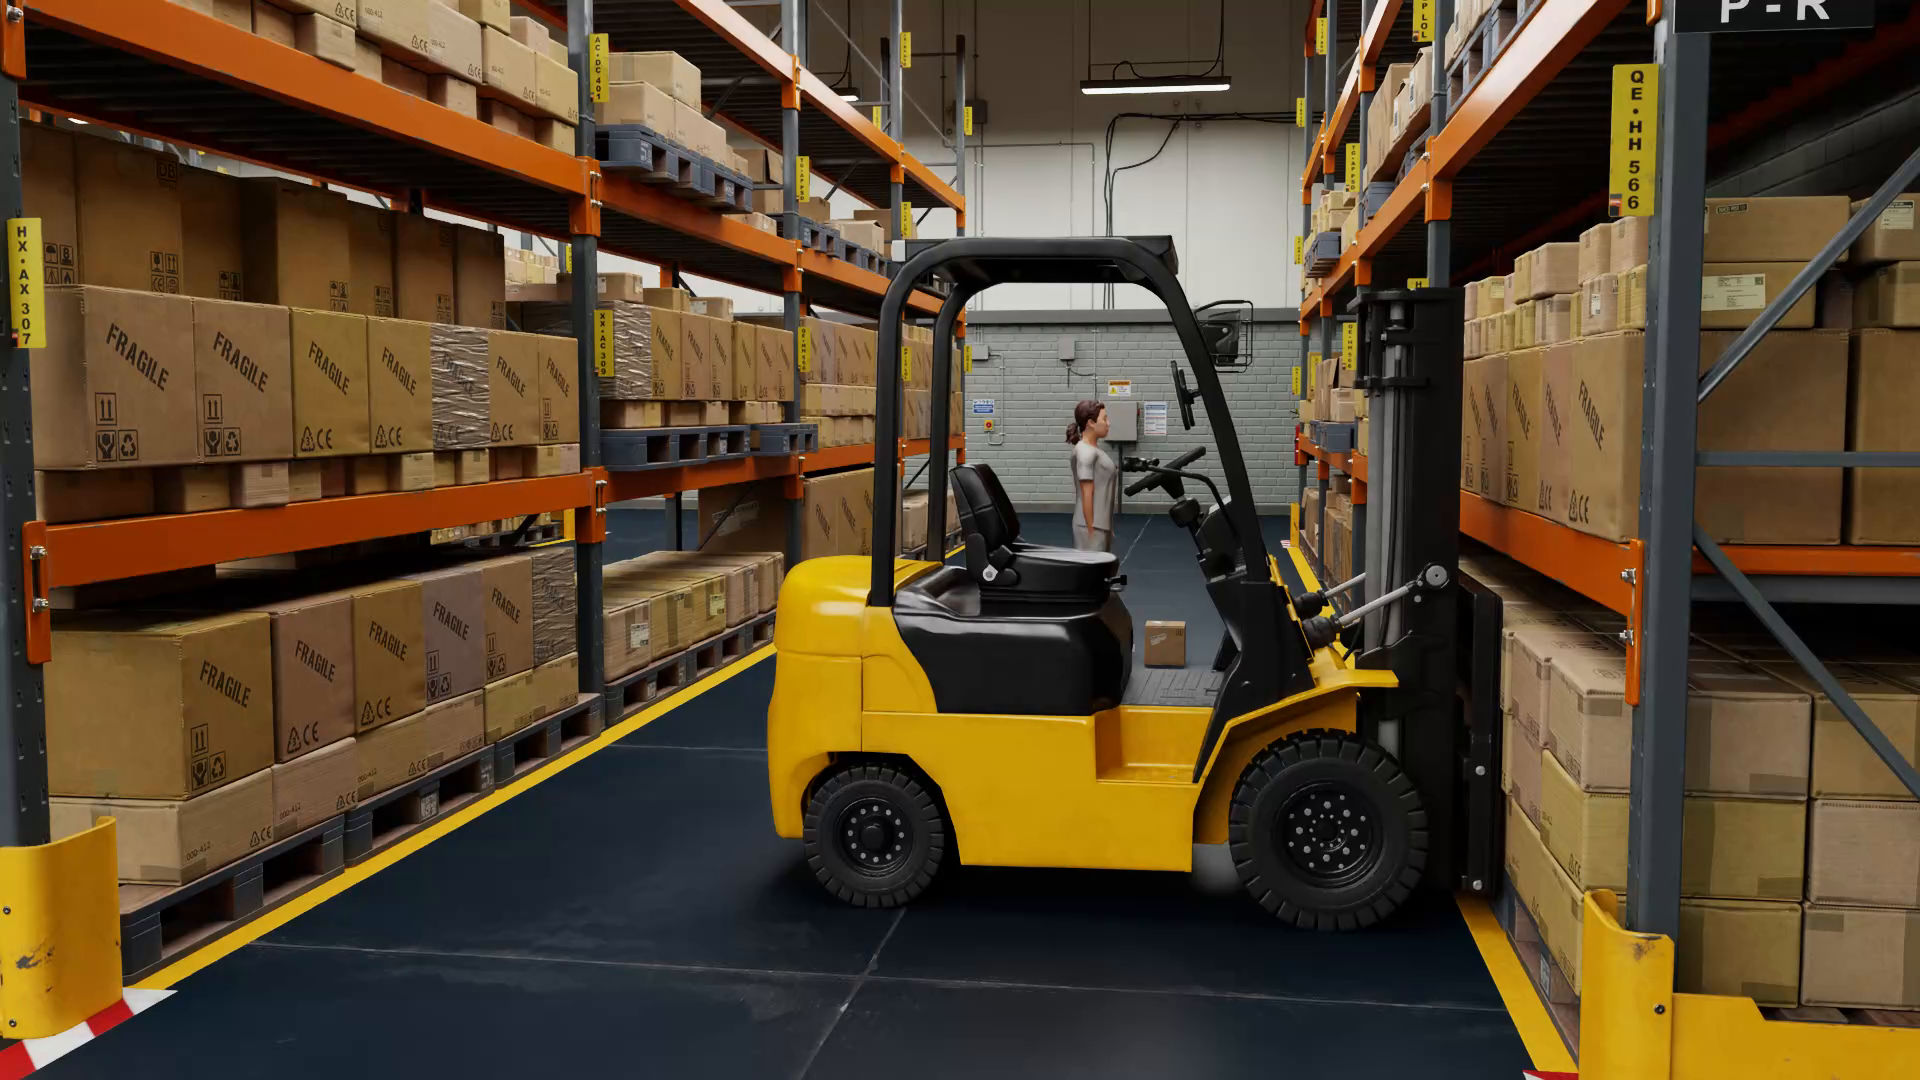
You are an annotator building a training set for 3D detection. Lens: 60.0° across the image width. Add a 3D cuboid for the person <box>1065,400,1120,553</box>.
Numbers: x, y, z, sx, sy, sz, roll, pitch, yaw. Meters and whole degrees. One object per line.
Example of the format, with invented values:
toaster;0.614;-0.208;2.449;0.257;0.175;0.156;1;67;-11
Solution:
person;0.843;-0.047;10.630;0.362;1.690;0.443;1;5;10
